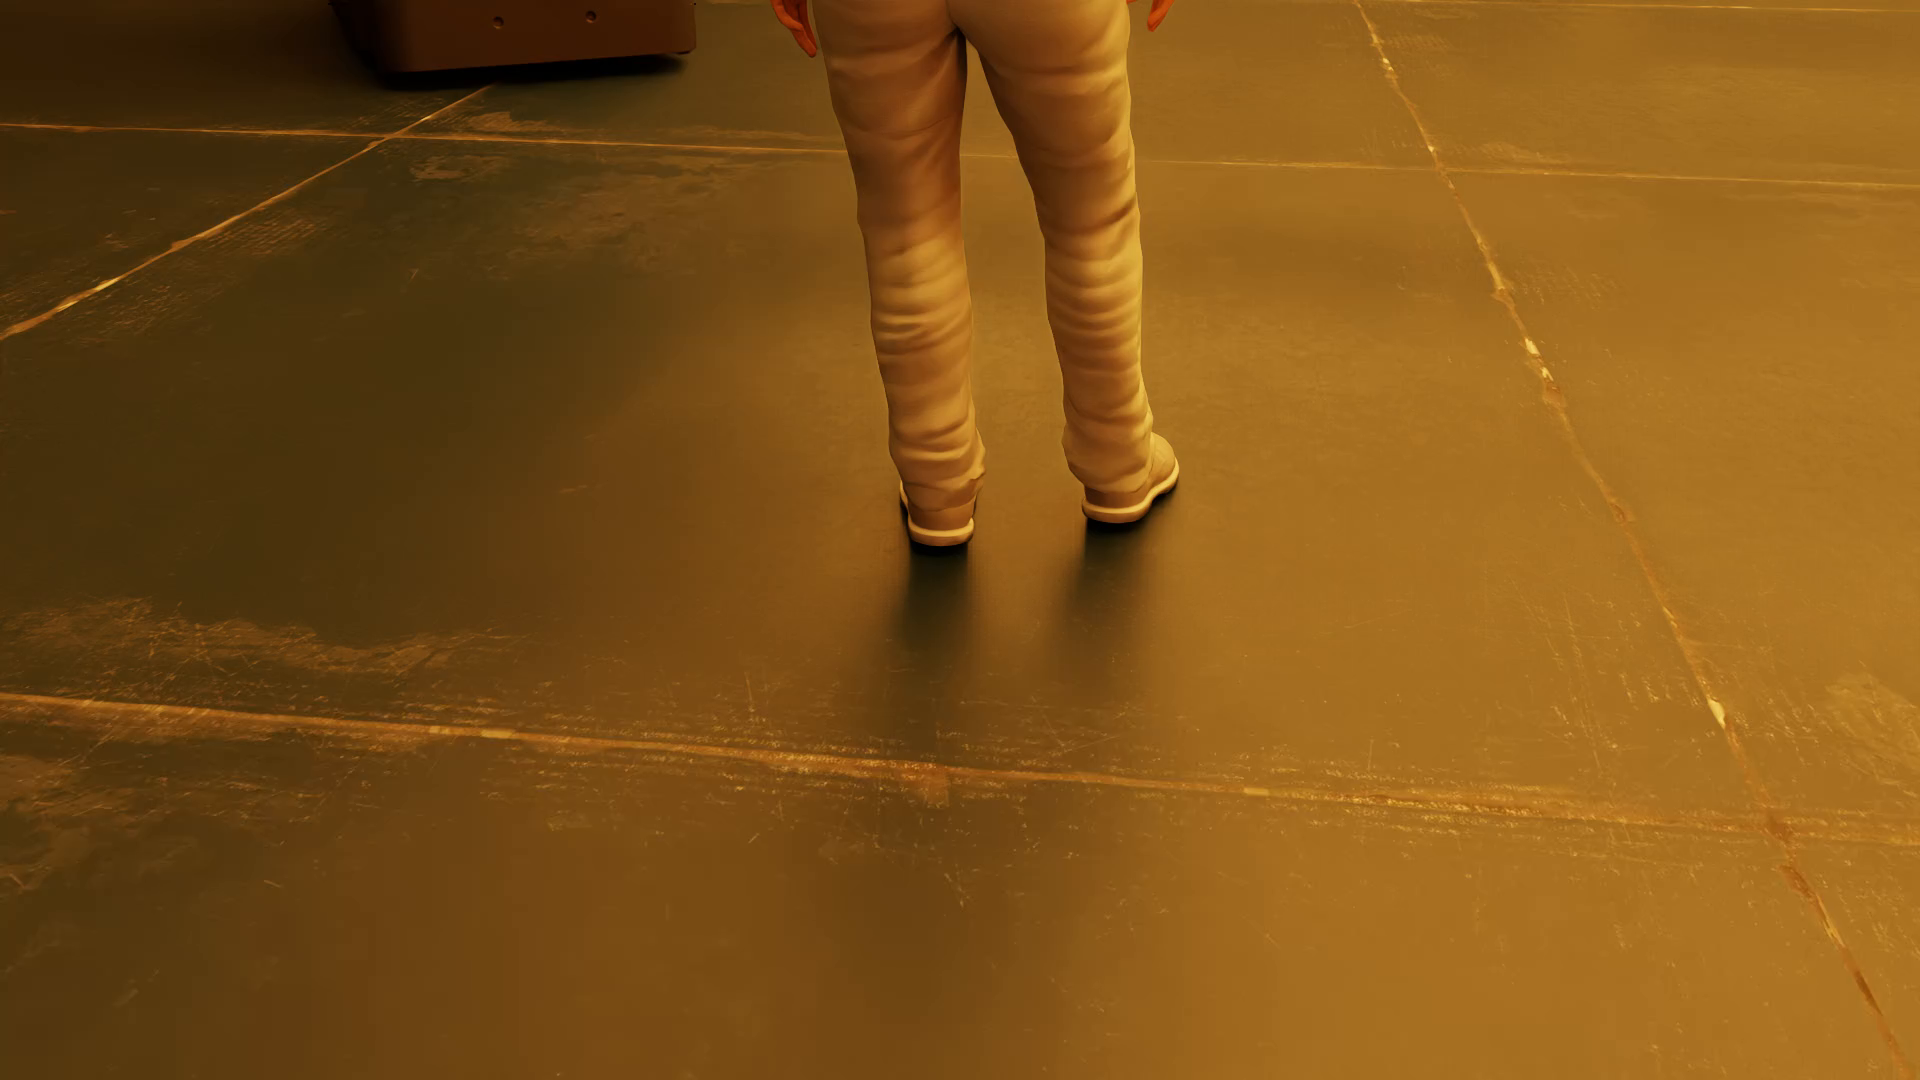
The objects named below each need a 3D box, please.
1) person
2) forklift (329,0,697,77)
[{"bbox_3d":[0.033,-0.784,2.190,0.598,1.670,0.529,3,27,7],"label":"person"},{"bbox_3d":[-1.954,-3.452,6.137,1.130,2.935,3.031,-11,28,-21],"label":"forklift"}]
